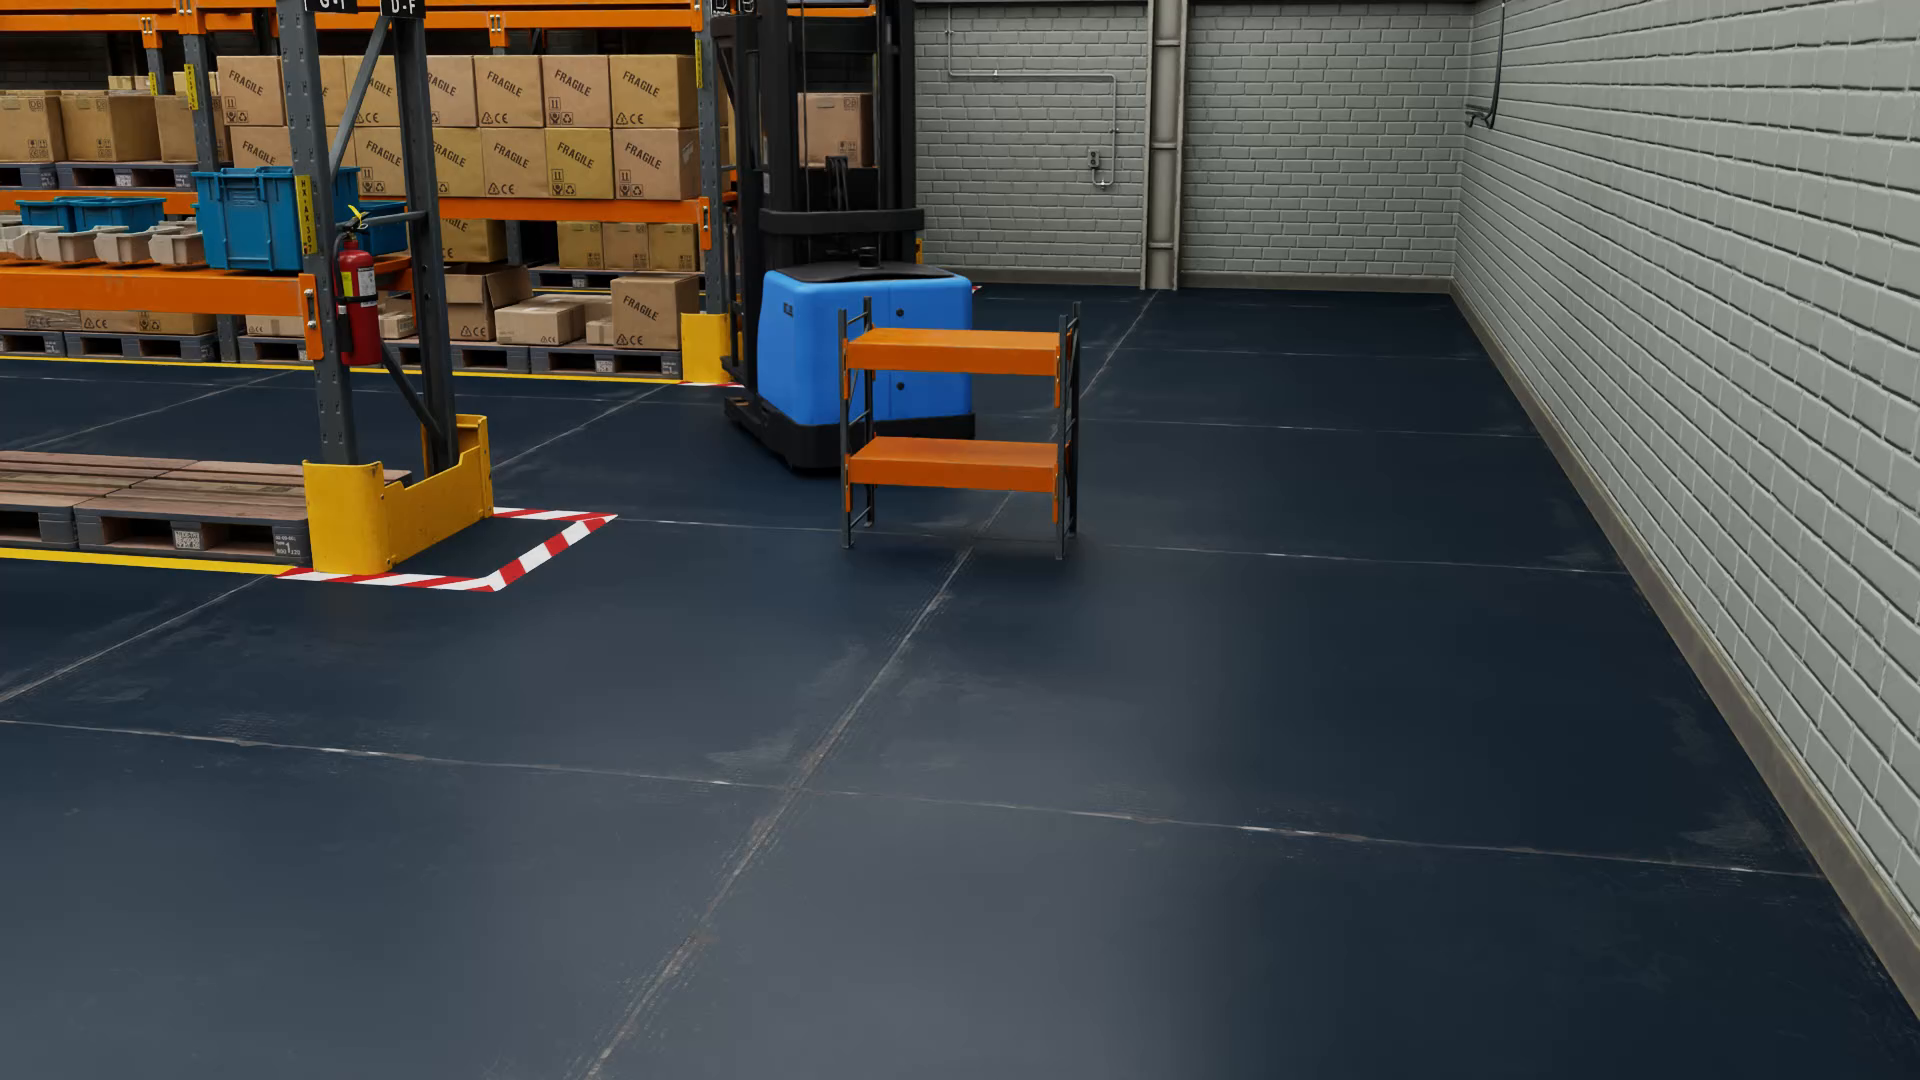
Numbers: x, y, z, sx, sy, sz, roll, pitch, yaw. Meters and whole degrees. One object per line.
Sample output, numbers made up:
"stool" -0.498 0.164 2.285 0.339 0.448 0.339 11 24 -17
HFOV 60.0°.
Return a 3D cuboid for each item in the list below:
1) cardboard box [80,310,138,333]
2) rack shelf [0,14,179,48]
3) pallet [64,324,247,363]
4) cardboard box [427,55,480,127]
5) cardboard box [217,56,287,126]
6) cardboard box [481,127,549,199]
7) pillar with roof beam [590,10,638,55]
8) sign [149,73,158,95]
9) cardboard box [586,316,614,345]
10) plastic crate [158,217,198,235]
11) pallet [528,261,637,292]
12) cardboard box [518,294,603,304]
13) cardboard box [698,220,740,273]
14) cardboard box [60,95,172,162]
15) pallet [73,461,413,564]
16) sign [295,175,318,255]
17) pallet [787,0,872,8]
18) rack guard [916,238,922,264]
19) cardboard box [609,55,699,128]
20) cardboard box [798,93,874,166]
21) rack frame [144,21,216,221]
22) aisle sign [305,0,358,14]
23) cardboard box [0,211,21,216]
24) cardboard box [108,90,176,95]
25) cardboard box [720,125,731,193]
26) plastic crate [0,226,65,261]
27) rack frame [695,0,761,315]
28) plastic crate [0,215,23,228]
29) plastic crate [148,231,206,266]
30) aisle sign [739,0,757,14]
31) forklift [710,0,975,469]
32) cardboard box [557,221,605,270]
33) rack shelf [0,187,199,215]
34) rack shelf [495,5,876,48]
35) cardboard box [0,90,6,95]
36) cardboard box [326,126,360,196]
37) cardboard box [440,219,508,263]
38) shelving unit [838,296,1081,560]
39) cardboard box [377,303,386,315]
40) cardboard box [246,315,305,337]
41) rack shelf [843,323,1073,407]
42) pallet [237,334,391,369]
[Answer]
"cardboard box" -6.625 -1.939 13.230 0.500 0.500 0.500 3 16 11
"rack shelf" -10.498 -5.666 18.555 4.000 0.370 1.077 3 16 11
"pallet" -6.406 -1.641 13.521 1.213 0.211 1.003 3 16 11
"cardboard box" -3.680 -3.301 12.229 0.500 0.500 0.500 4 16 13
"cardboard box" -5.196 -3.383 12.525 0.500 0.500 0.500 4 16 13
"cardboard box" -3.172 -2.794 12.273 0.500 0.500 0.500 3 16 12
"pillar with roof beam" -4.618 -6.202 13.523 0.400 9.000 9.100 3 16 11
"sign" -8.637 -4.838 17.817 0.005 0.325 0.100 3 16 11
"cardboard box" -2.643 -1.595 12.614 0.250 0.166 0.380 3 16 11
"plastic crate" -3.812 -1.519 8.239 0.298 0.136 0.250 3 16 11
"pallet" -3.889 -2.843 17.860 1.213 0.211 1.003 3 16 11
"cardboard box" -3.138 -1.782 13.133 0.500 0.250 0.500 3 16 11
"cardboard box" -2.388 -3.097 17.449 0.500 0.500 0.700 3 16 9
"cardboard box" -6.708 -3.306 13.334 0.500 0.500 0.700 6 16 20
"pallet" -3.473 -0.153 8.150 1.213 0.211 1.003 3 16 11
"sign" -2.766 -1.377 7.039 0.005 0.325 0.100 3 16 11
"pallet" -1.427 -5.474 16.683 1.213 0.211 1.003 3 16 11
"rack guard" -0.675 -2.829 17.268 0.348 0.500 1.175 3 16 11
"cardboard box" -2.173 -3.221 11.939 0.500 0.500 0.500 3 16 11
"cardboard box" -1.200 -4.204 16.988 0.700 0.700 0.980 4 16 14
"rack frame" -8.538 -4.460 18.476 0.127 3.000 1.000 3 16 11
"aisle sign" -2.660 -2.616 6.946 0.004 0.787 0.394 3 16 11
"cardboard box" -10.725 -3.594 19.205 0.500 0.500 0.700 3 16 12
"cardboard box" -9.000 -4.743 18.484 0.500 0.500 0.700 1 16 5
"cardboard box" -2.064 -2.880 12.581 0.500 0.500 0.500 3 16 12
"plastic crate" -4.361 -1.380 7.735 0.250 0.136 0.298 3 16 11
"rack frame" -1.682 -2.739 12.260 0.127 3.000 1.000 3 16 11
"plastic crate" -4.826 -1.544 8.328 0.466 0.136 0.293 3 16 11
"plastic crate" -3.508 -1.341 7.596 0.243 0.136 0.396 3 16 11
"aisle sign" -1.556 -4.065 12.178 0.004 0.787 0.394 3 16 11
"forklift" -0.886 -2.156 10.284 1.130 2.935 3.031 -5 16 -19
"cardboard box" -3.906 -3.179 17.745 0.500 0.500 0.700 3 16 12
"rack shelf" -7.562 -2.711 13.509 4.000 0.370 1.077 3 16 11
"rack shelf" -2.658 -5.240 17.019 4.000 0.370 1.077 3 16 11
"cardboard box" -10.768 -4.839 18.831 0.500 0.500 0.700 5 16 19
"cardboard box" -4.654 -2.875 12.565 0.500 0.500 0.500 3 16 12
"cardboard box" -5.281 -3.415 17.940 0.750 0.750 0.750 3 16 12
"shelving unit" 0.007 -0.542 7.841 1.048 1.125 0.538 3 16 11
"cardboard box" -4.607 -1.829 13.493 0.250 0.149 0.380 3 16 11
"cardboard box" -5.233 -1.789 13.044 0.500 0.311 0.500 3 16 11
"rack shelf" 0.007 -0.824 7.762 1.000 0.278 0.538 3 16 11
"pallet" -4.929 -1.571 13.268 1.213 0.211 1.003 3 16 11
